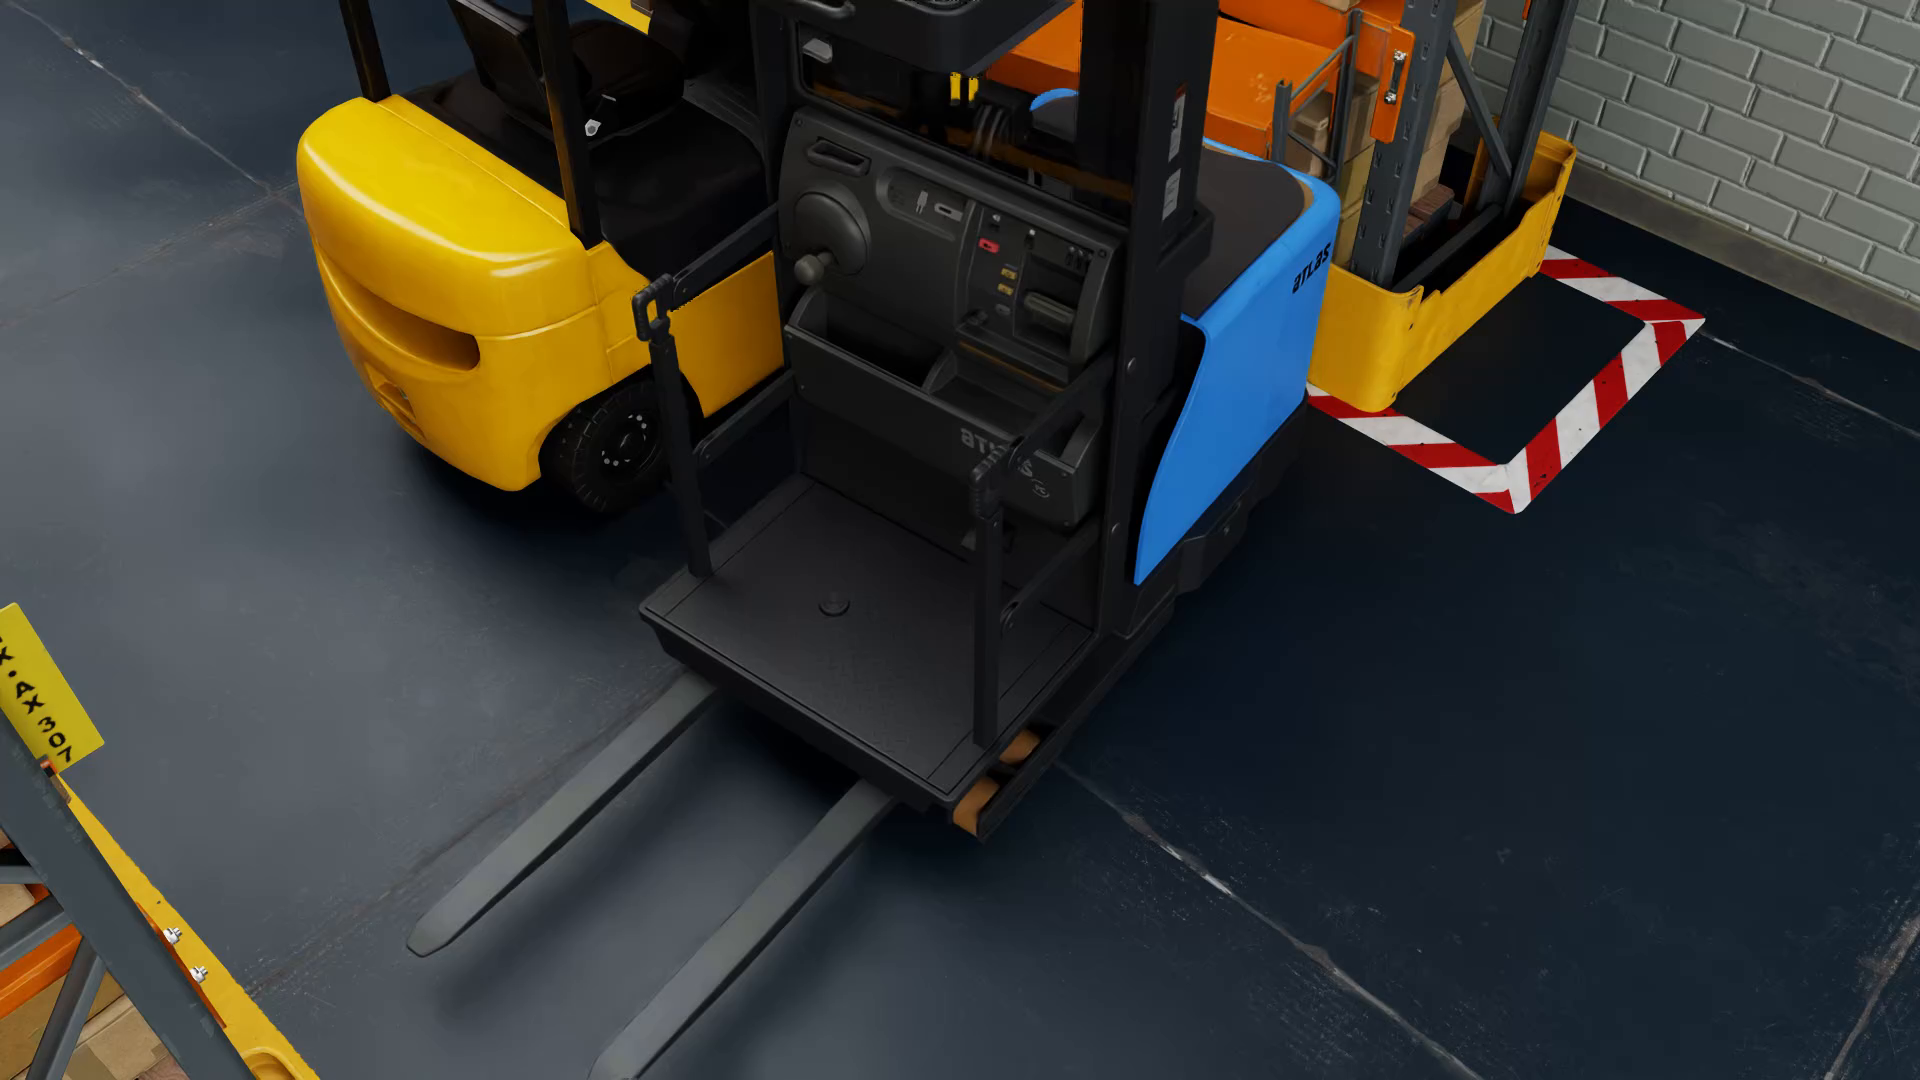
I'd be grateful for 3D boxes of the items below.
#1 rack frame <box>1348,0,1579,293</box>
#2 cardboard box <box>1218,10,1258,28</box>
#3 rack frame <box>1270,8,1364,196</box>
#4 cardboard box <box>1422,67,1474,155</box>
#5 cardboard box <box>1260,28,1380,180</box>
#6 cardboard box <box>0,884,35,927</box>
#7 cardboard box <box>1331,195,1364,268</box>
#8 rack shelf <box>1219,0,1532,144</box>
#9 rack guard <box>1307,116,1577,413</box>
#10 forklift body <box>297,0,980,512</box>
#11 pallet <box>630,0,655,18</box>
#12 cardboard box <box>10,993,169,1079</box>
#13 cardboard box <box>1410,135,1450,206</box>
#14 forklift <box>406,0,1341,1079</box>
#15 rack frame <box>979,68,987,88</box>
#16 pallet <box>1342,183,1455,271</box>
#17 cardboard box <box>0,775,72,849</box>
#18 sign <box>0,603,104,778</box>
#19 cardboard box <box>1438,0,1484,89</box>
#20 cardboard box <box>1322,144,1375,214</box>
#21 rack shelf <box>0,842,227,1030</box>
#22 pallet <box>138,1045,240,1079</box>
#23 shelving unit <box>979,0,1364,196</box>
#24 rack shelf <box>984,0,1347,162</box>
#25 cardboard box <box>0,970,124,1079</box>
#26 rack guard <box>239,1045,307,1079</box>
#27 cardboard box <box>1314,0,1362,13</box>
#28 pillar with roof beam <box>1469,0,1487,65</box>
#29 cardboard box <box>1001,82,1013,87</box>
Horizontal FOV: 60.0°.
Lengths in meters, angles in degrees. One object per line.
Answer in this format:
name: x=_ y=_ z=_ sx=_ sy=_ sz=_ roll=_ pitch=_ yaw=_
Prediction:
rack frame: x=1.659 y=-1.850 z=4.930 sx=0.127 sy=3.000 sz=1.000 roll=34 pitch=55 yaw=28
cardboard box: x=0.730 y=-1.705 z=5.705 sx=0.500 sy=0.250 sz=0.500 roll=35 pitch=56 yaw=28
rack frame: x=1.062 y=-1.022 z=5.167 sx=0.032 sy=1.125 sz=0.500 roll=25 pitch=52 yaw=25
cardboard box: x=1.455 y=-1.567 z=5.919 sx=0.500 sy=0.250 sz=0.500 roll=35 pitch=56 yaw=28
cardboard box: x=1.109 y=-1.455 z=5.471 sx=0.500 sy=0.250 sz=0.500 roll=36 pitch=56 yaw=29
cardboard box: x=-1.814 y=0.618 z=2.784 sx=0.250 sy=0.149 sz=0.380 roll=34 pitch=55 yaw=28
cardboard box: x=1.100 y=-1.116 z=5.838 sx=0.500 sy=0.250 sz=0.500 roll=34 pitch=56 yaw=28
rack shelf: x=0.190 y=-2.593 z=6.120 sx=4.000 sy=0.370 sz=1.077 roll=34 pitch=55 yaw=28
rack guard: x=1.677 y=-0.983 z=5.830 sx=0.348 sy=0.500 sz=1.175 roll=34 pitch=55 yaw=28
forklift body: x=-0.971 y=-1.520 z=5.202 sx=1.214 sy=2.155 sz=2.313 roll=34 pitch=55 yaw=28
pallet: x=-0.724 y=-2.458 z=7.413 sx=1.213 sy=0.211 sz=1.003 roll=34 pitch=55 yaw=28
cardboard box: x=-2.110 y=1.061 z=3.794 sx=0.500 sy=0.250 sz=0.500 roll=33 pitch=55 yaw=27
cardboard box: x=1.431 y=-1.400 z=6.105 sx=0.500 sy=0.250 sz=0.500 roll=34 pitch=56 yaw=28
forklift: x=-0.177 y=-0.615 z=3.817 sx=1.130 sy=2.935 sz=3.031 roll=28 pitch=53 yaw=24
rack frame: x=0.229 y=-1.413 z=5.601 sx=0.032 sy=1.125 sz=0.500 roll=25 pitch=52 yaw=25
pallet: x=1.069 y=-1.251 z=6.280 sx=1.213 sy=0.211 sz=1.003 roll=34 pitch=55 yaw=28
cardboard box: x=-1.864 y=0.292 z=2.646 sx=0.500 sy=0.500 sz=0.500 roll=33 pitch=55 yaw=27
sign: x=-1.337 y=0.224 z=2.388 sx=0.005 sy=0.325 sz=0.100 roll=34 pitch=55 yaw=28
cardboard box: x=1.435 y=-1.734 z=5.733 sx=0.500 sy=0.250 sz=0.500 roll=33 pitch=55 yaw=27
cardboard box: x=1.090 y=-1.297 z=5.665 sx=0.500 sy=0.250 sz=0.500 roll=33 pitch=55 yaw=27
rack shelf: x=-3.174 y=0.068 z=3.622 sx=4.000 sy=0.370 sz=1.077 roll=34 pitch=55 yaw=28
pallet: x=-2.333 y=1.307 z=3.878 sx=1.213 sy=0.211 sz=1.003 roll=34 pitch=55 yaw=28
shelving unit: x=0.645 y=-1.218 z=5.384 sx=1.048 sy=1.125 sz=0.538 roll=25 pitch=52 yaw=25
rack shelf: x=0.632 y=-1.421 z=5.174 sx=1.000 sy=0.278 sz=0.538 roll=25 pitch=52 yaw=25
cardboard box: x=-2.127 y=0.793 z=3.531 sx=0.500 sy=0.500 sz=0.500 roll=32 pitch=55 yaw=27
rack guard: x=-1.760 y=1.629 z=3.378 sx=0.348 sy=0.500 sz=1.175 roll=34 pitch=55 yaw=28
cardboard box: x=1.120 y=-1.987 z=4.989 sx=0.500 sy=0.500 sz=0.500 roll=33 pitch=55 yaw=27
pillar with roof beam: x=-1.161 y=-2.424 z=1.354 sx=0.400 sy=9.000 sz=9.100 roll=34 pitch=55 yaw=28
cardboard box: x=0.335 y=-1.795 z=6.133 sx=0.500 sy=0.250 sz=0.500 roll=33 pitch=55 yaw=27
